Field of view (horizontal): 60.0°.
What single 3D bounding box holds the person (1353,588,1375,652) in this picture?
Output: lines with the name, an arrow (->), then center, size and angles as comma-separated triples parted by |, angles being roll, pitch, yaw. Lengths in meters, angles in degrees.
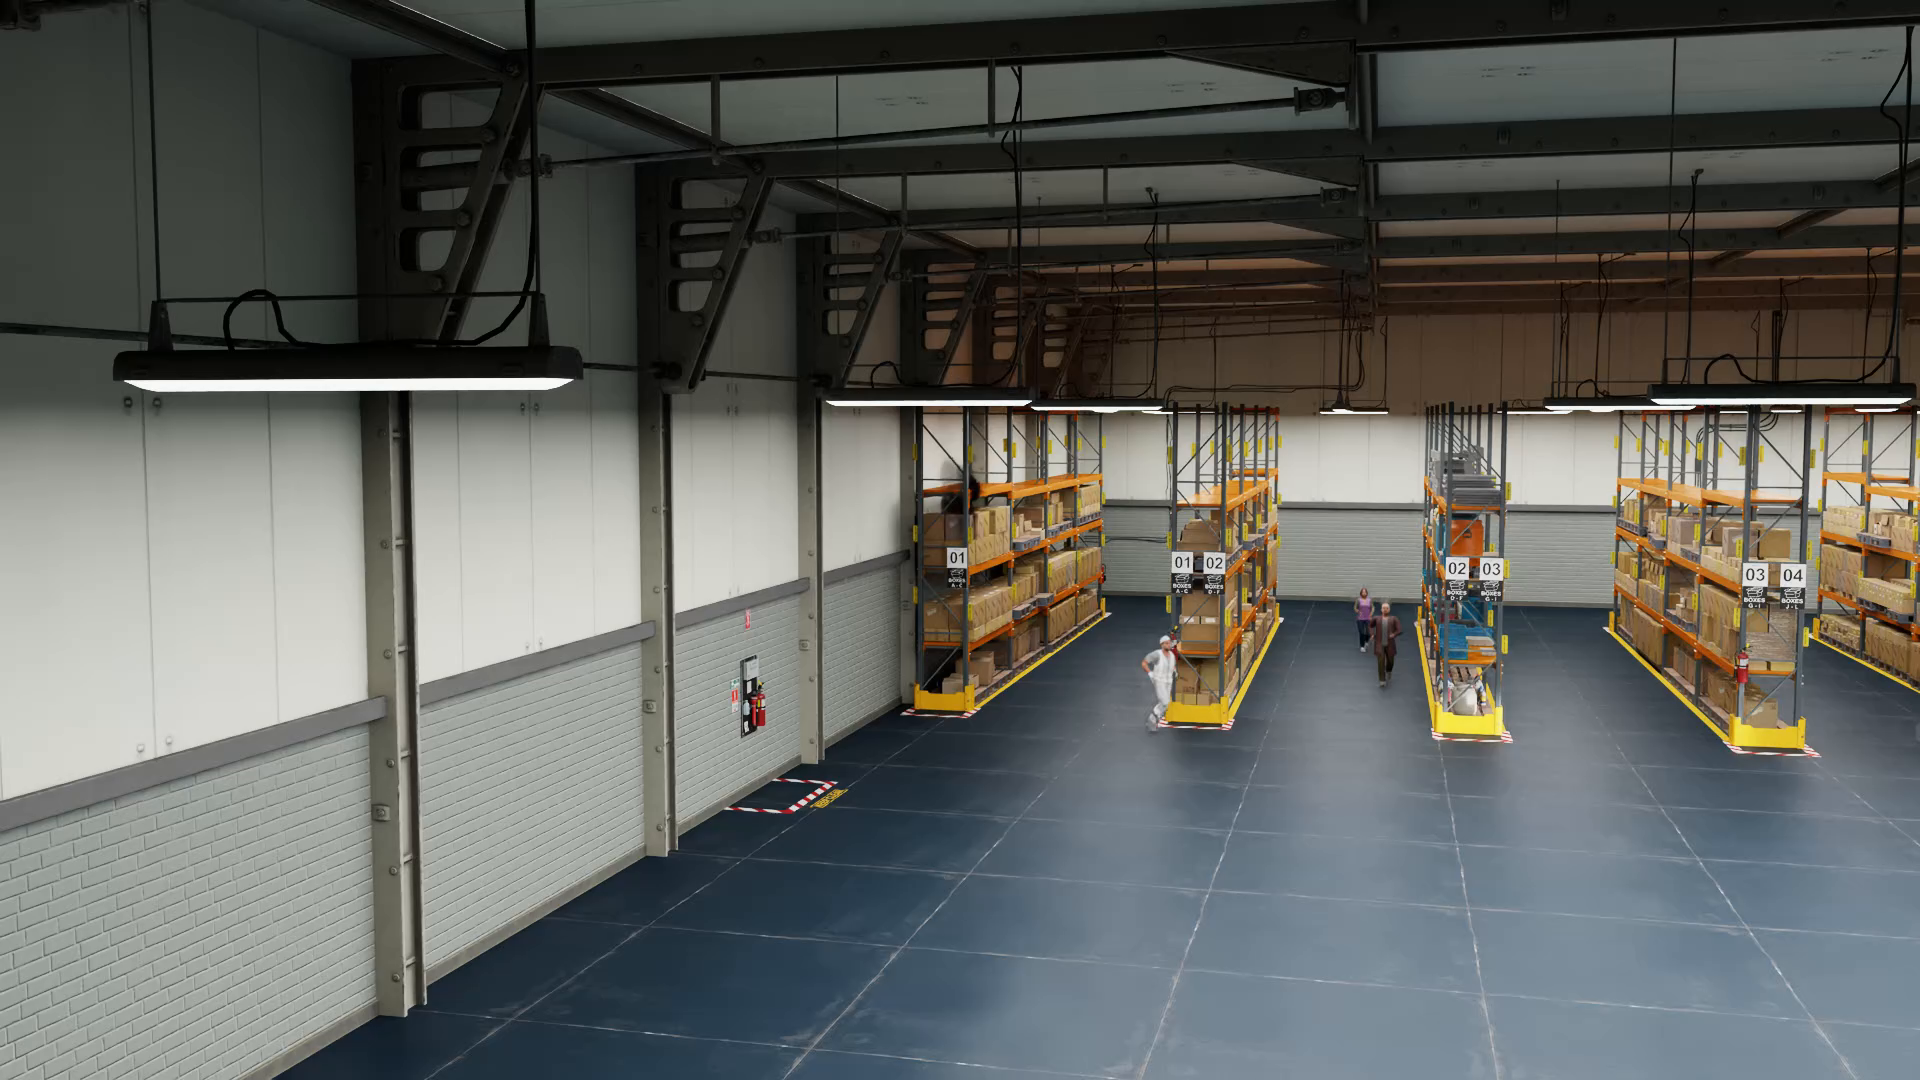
person -> 9.843, 1.950, 40.454 | 0.525, 1.556, 0.532 | 0, 4, 5

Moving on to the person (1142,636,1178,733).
person -> 3.692, 2.612, 30.192 | 0.680, 1.749, 0.586 | -3, 5, -34

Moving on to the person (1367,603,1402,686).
person -> 9.072, 2.225, 35.552 | 0.719, 1.745, 0.898 | 1, 4, 14
